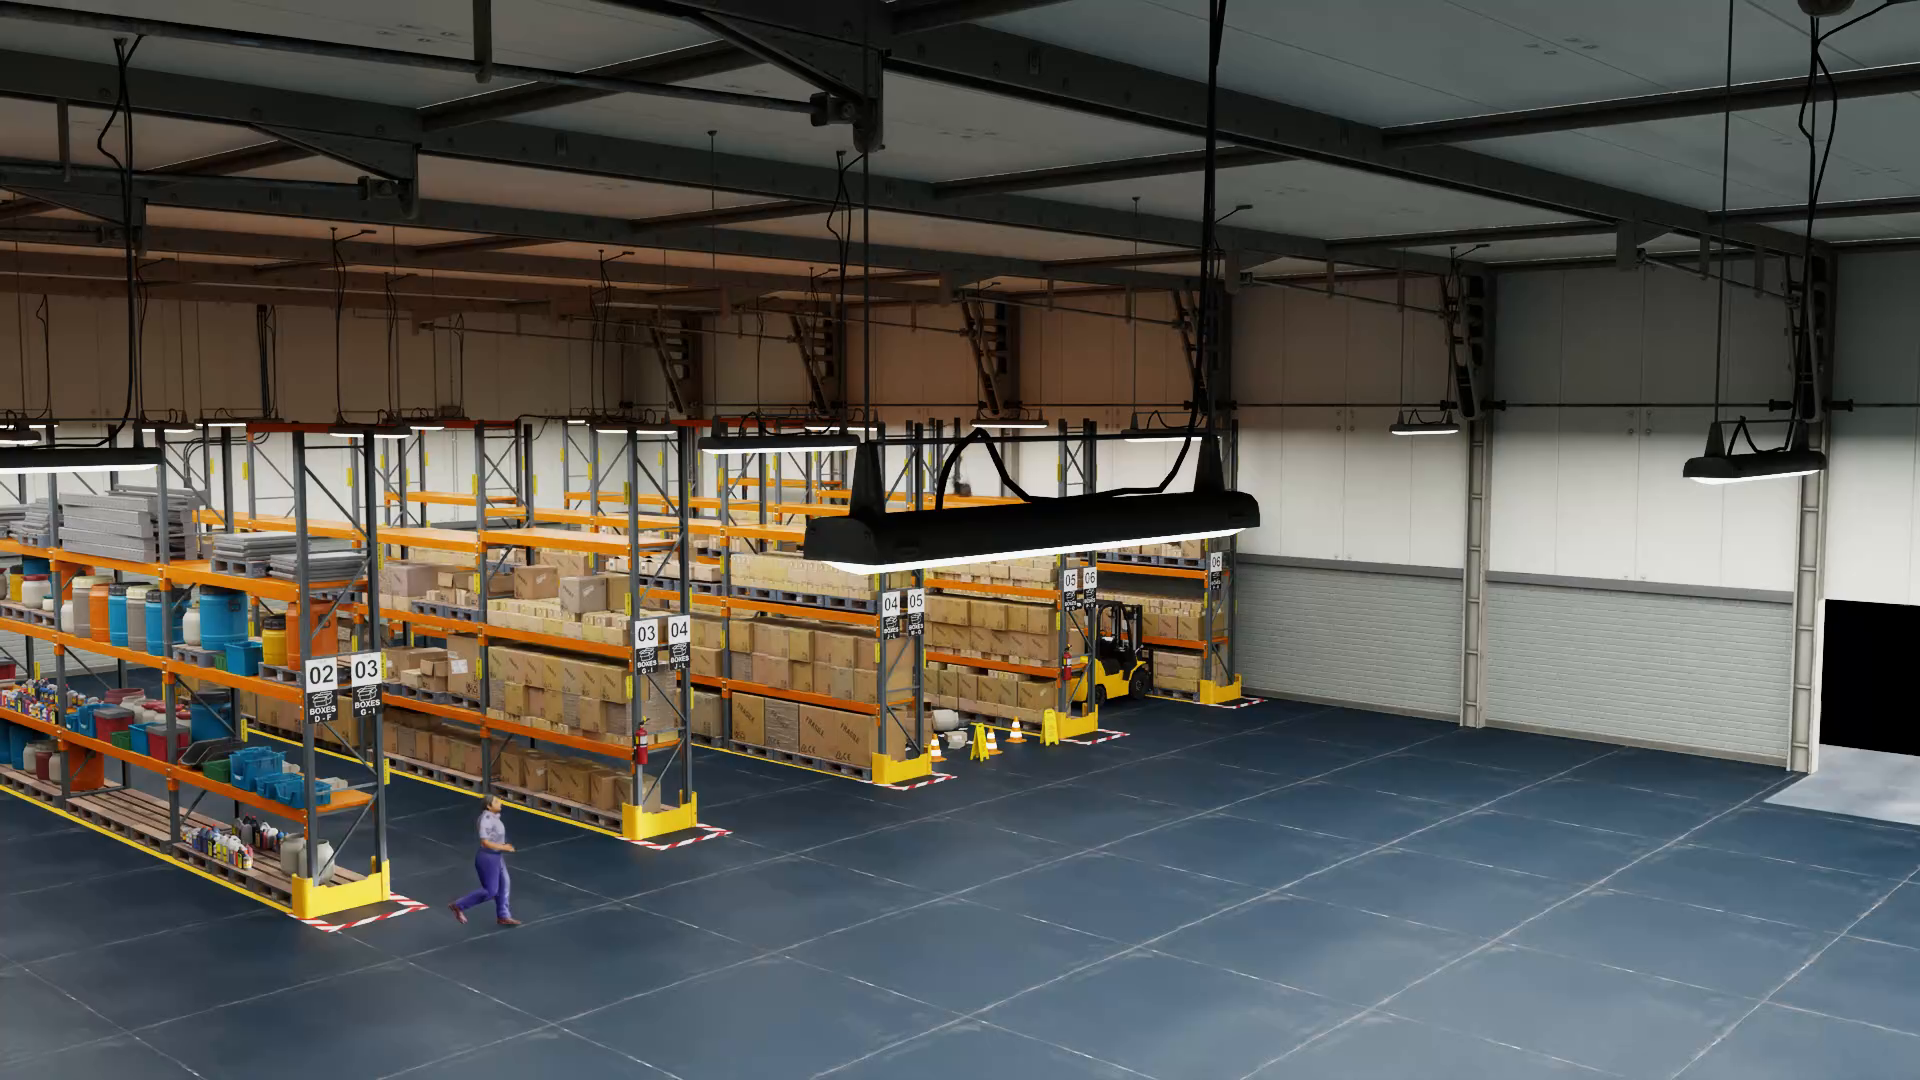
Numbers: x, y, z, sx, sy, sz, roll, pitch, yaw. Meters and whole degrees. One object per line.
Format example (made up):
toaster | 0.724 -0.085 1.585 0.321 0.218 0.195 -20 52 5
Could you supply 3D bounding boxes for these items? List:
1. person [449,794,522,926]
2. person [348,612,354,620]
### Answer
person | -5.749 3.896 20.134 0.828 1.632 0.615 -1 5 -13
person | -14.190 2.418 38.907 0.646 1.576 0.737 2 5 21
